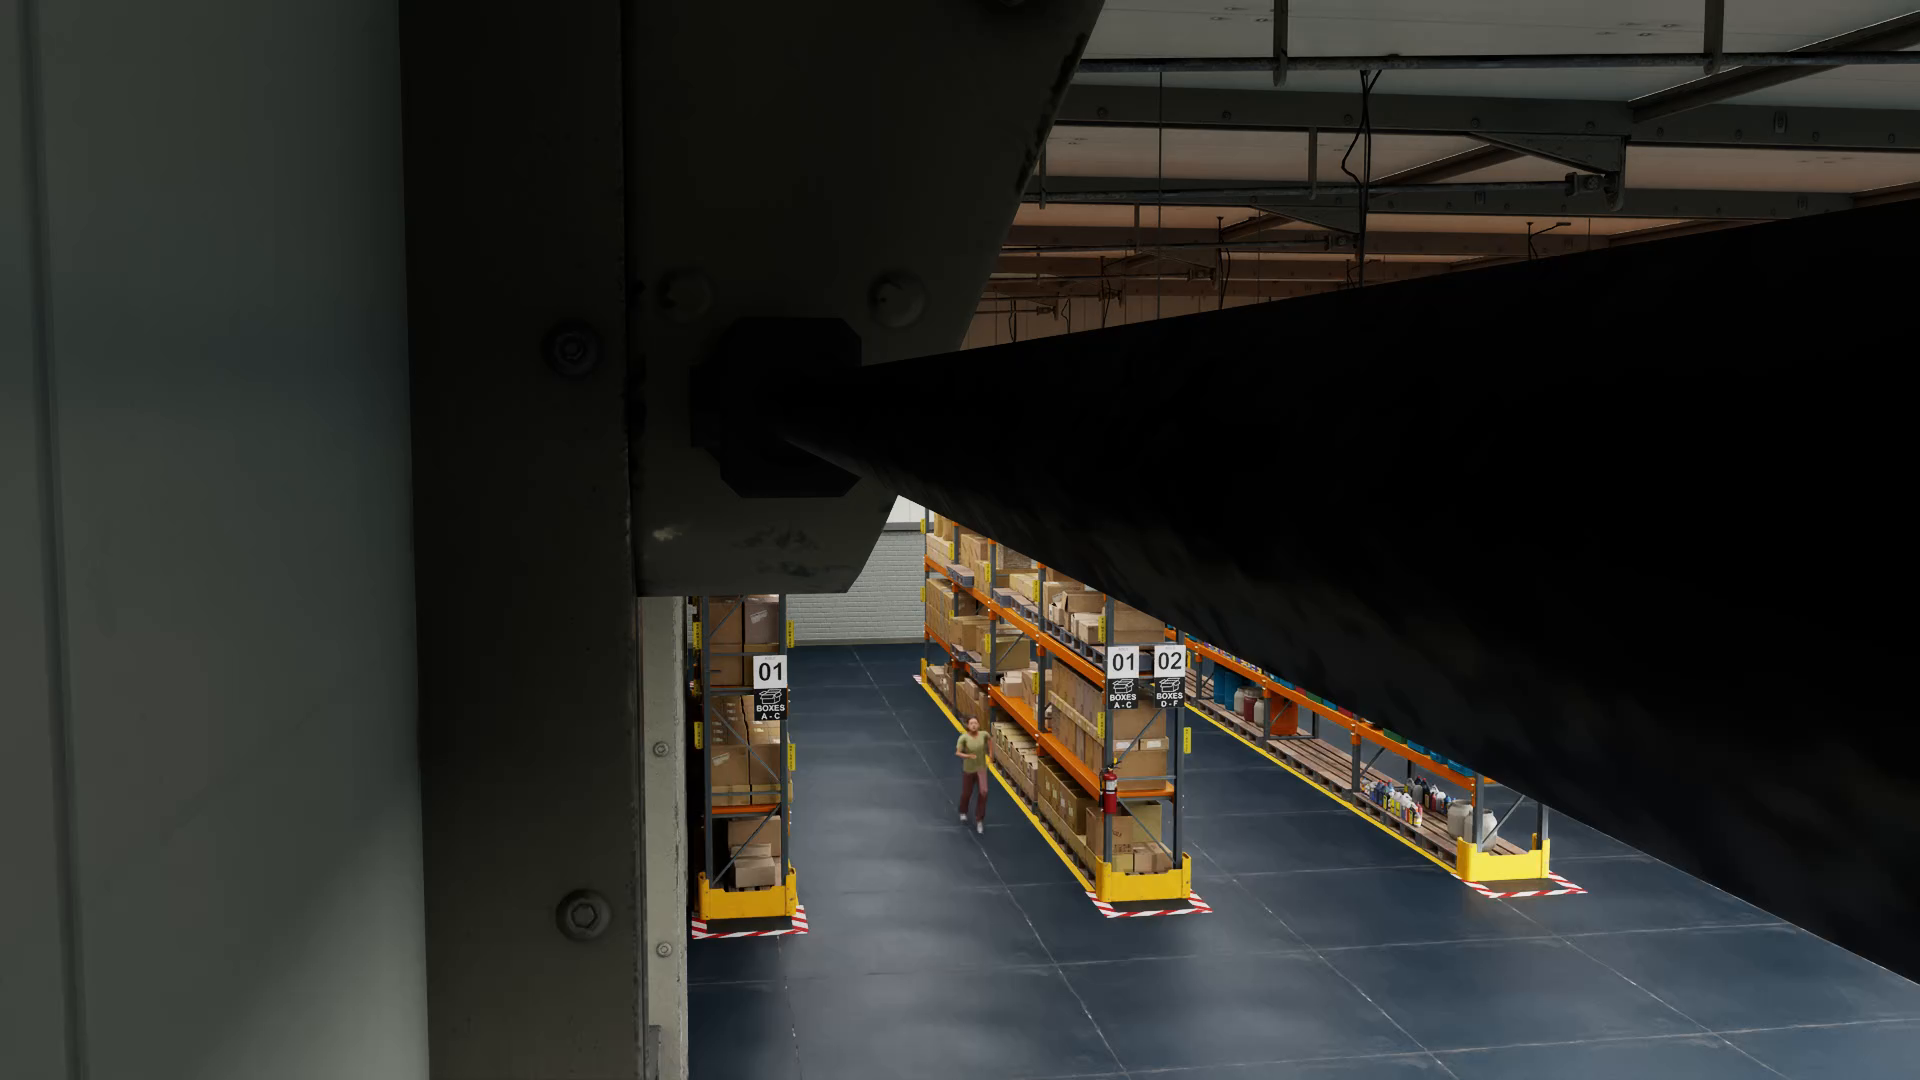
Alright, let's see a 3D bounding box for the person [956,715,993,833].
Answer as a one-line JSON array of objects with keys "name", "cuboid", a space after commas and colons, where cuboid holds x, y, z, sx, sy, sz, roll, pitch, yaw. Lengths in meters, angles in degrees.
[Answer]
[{"name": "person", "cuboid": [0.209, 3.371, 24.208, 0.581, 1.697, 0.857, -1, 5, -8]}]
